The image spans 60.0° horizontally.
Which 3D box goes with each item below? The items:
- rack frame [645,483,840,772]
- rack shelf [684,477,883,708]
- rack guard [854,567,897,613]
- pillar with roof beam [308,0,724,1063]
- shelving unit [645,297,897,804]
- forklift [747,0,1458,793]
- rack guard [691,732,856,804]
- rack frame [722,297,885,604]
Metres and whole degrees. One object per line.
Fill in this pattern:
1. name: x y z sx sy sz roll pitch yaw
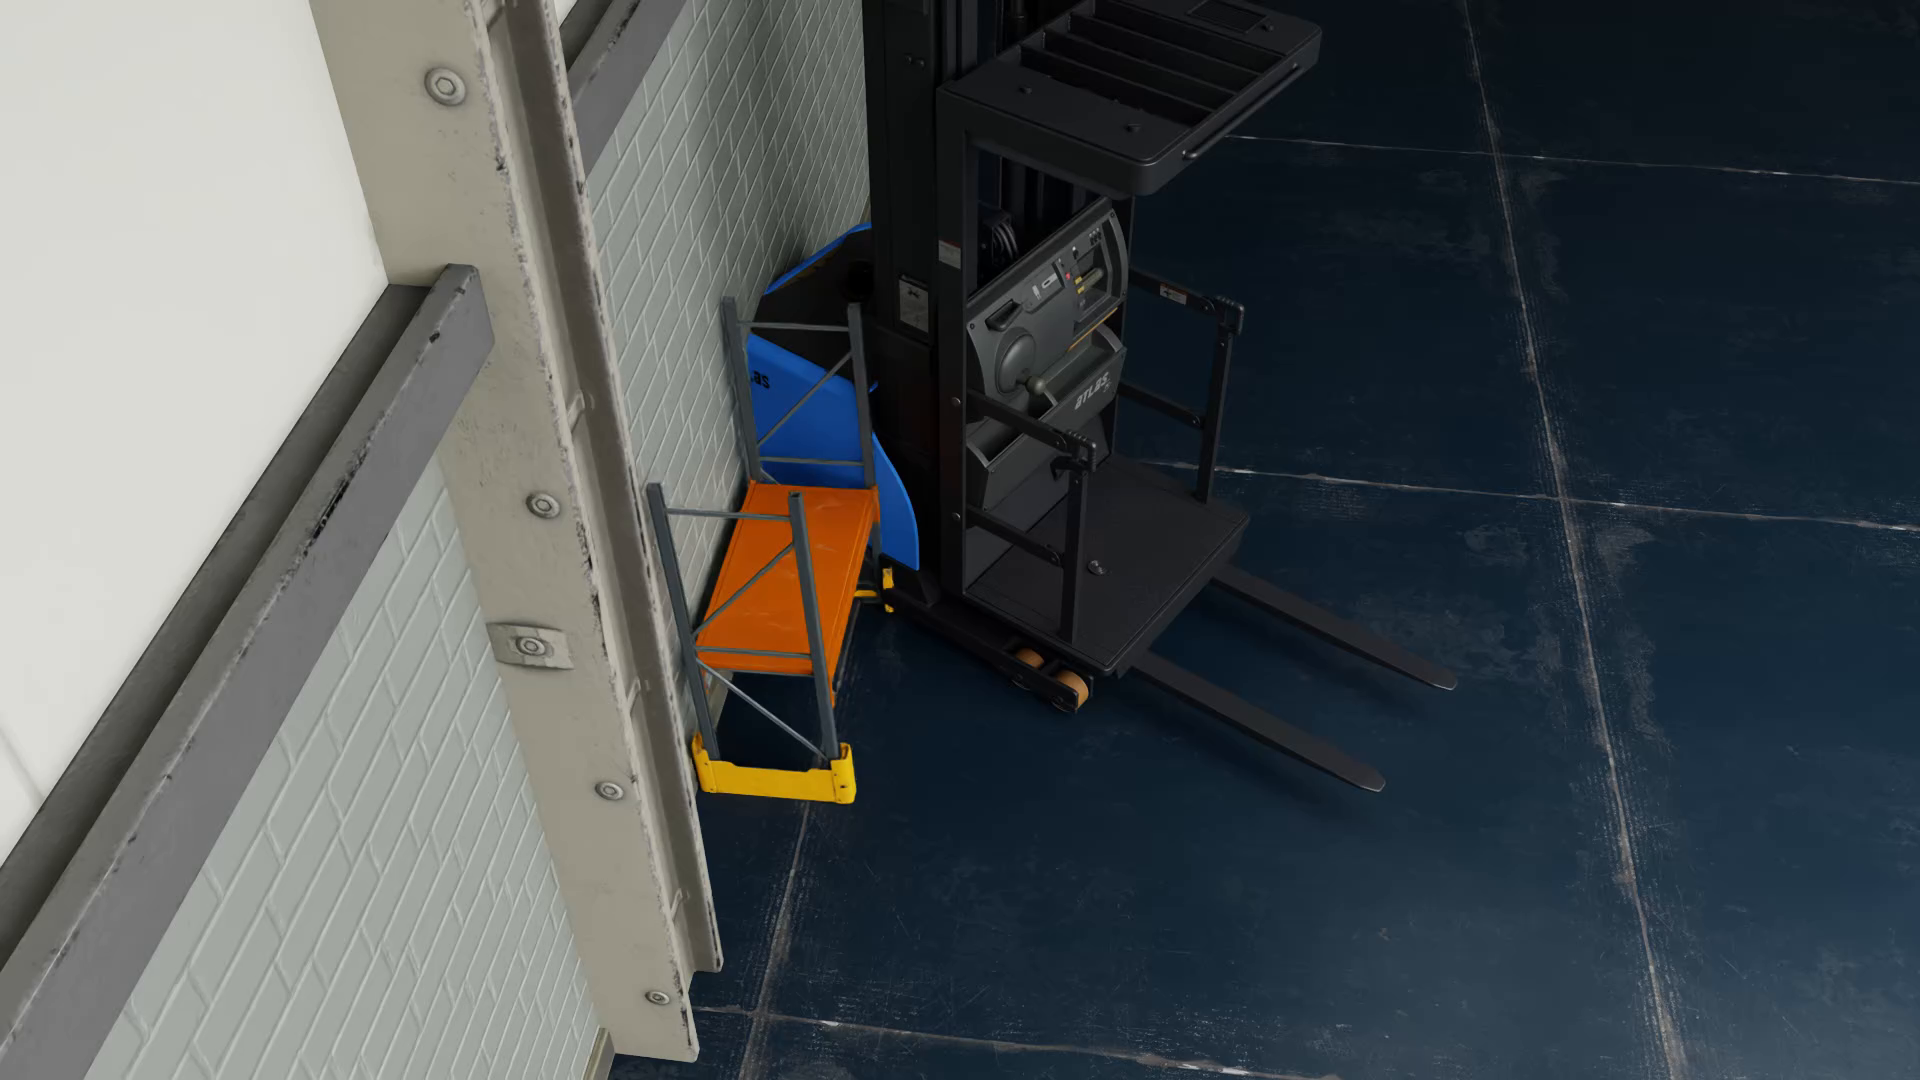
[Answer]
1. rack frame: -0.712 0.390 5.732 0.500 1.500 0.032 4 44 7
2. rack shelf: -0.637 0.174 6.220 0.538 0.185 1.000 4 44 7
3. rack guard: -0.554 0.164 6.876 0.587 0.250 0.087 4 44 7
4. pillar with roof beam: 3.275 -1.315 2.094 9.100 9.000 0.400 5 44 6
5. shelving unit: -0.645 0.049 6.091 0.587 1.500 1.083 4 44 7
6. forklift: 0.497 -0.806 5.970 3.031 2.935 1.130 27 50 26
7. rack guard: -0.687 0.844 6.161 0.587 0.250 0.087 4 44 7
8. rack frame: -0.576 -0.304 6.462 0.500 1.500 0.032 4 44 7
